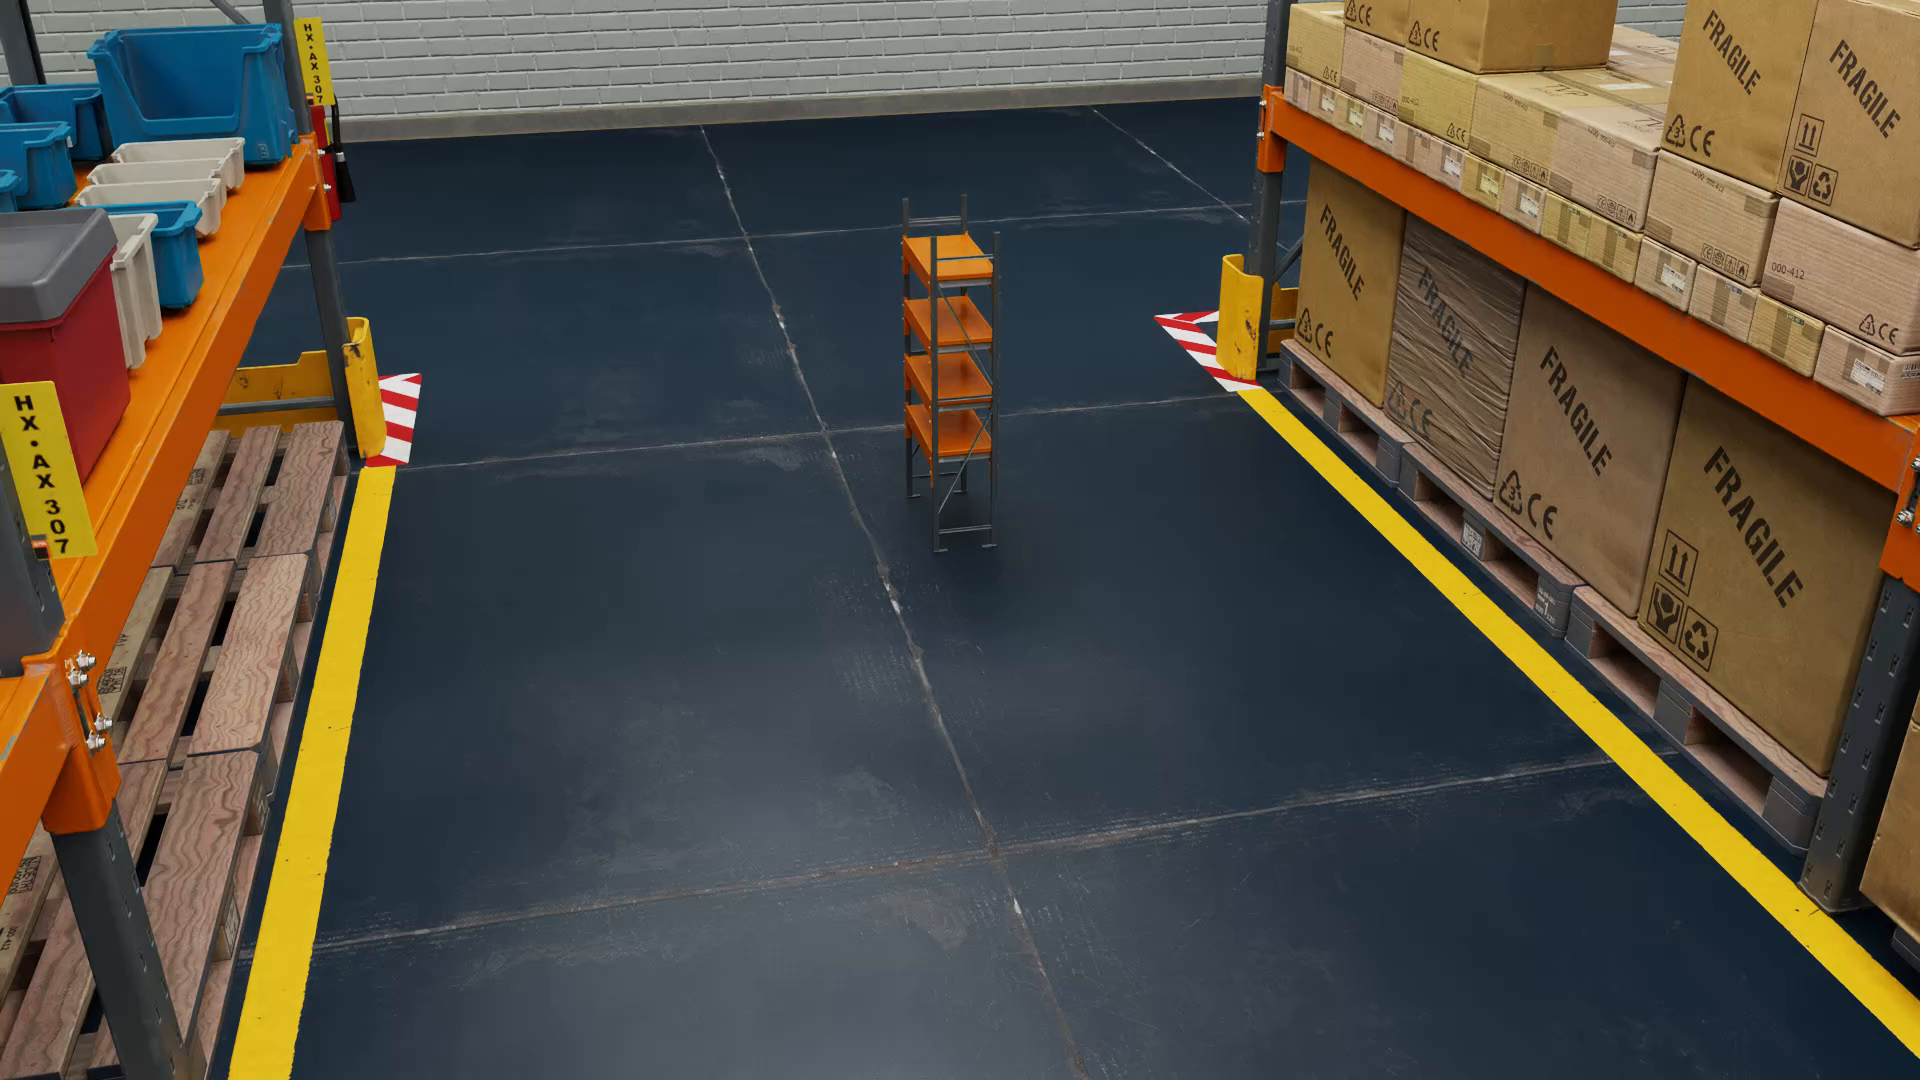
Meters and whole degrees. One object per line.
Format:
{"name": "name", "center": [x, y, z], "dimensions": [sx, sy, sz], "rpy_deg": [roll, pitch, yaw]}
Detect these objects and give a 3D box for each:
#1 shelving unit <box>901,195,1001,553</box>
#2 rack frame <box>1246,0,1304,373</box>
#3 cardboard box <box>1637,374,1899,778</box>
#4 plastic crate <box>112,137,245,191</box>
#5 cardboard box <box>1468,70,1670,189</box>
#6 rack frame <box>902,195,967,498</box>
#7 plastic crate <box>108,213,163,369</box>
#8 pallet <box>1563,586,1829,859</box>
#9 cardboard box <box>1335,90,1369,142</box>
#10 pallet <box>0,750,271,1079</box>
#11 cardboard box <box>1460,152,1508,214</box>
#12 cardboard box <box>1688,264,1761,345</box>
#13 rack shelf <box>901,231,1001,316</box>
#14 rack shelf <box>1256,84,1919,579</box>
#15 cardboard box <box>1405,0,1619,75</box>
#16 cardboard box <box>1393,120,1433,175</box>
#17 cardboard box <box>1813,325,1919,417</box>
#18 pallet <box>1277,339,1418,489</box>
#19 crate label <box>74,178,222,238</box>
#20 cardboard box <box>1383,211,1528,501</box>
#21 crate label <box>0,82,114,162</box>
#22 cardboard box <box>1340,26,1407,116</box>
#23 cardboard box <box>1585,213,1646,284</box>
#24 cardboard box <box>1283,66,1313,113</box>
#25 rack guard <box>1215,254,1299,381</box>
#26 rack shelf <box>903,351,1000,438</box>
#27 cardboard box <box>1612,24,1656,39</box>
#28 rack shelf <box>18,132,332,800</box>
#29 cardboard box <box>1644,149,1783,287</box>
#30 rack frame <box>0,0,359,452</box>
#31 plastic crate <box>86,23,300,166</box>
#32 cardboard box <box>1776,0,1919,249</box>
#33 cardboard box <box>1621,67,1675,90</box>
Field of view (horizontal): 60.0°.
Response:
{"name": "shelving unit", "center": [-0.037, -0.608, 6.124], "dimensions": [0.258, 1.200, 0.503], "rpy_deg": [-6, 27, -12]}
{"name": "rack frame", "center": [1.823, -2.196, 7.271], "dimensions": [1.000, 3.000, 0.127], "rpy_deg": [-6, 27, -12]}
{"name": "cardboard box", "center": [2.654, 0.024, 4.766], "dimensions": [0.875, 0.875, 0.875], "rpy_deg": [-6, 27, -12]}
{"name": "plastic crate", "center": [-2.642, -1.262, 5.648], "dimensions": [0.396, 0.136, 0.243], "rpy_deg": [-6, 27, -12]}
{"name": "cardboard box", "center": [2.024, -1.346, 5.425], "dimensions": [0.500, 0.250, 0.500], "rpy_deg": [-6, 27, -13]}
{"name": "rack frame", "center": [-0.092, -0.715, 6.336], "dimensions": [0.240, 1.200, 0.015], "rpy_deg": [-6, 27, -12]}
{"name": "plastic crate", "center": [-2.265, -0.600, 4.174], "dimensions": [0.437, 0.282, 0.530], "rpy_deg": [-6, 27, -12]}
{"name": "pallet", "center": [2.630, 0.464, 5.097], "dimensions": [1.003, 0.211, 1.213], "rpy_deg": [-6, 27, -12]}
{"name": "cardboard box", "center": [1.699, -1.669, 6.507], "dimensions": [0.380, 0.149, 0.250], "rpy_deg": [-7, 28, -13]}
{"name": "pallet", "center": [-2.304, 0.989, 4.055], "dimensions": [1.003, 0.211, 1.213], "rpy_deg": [-6, 27, -12]}
{"name": "cardboard box", "center": [1.930, -1.219, 5.615], "dimensions": [0.380, 0.149, 0.250], "rpy_deg": [-7, 28, -13]}
{"name": "cardboard box", "center": [2.221, -0.654, 4.495], "dimensions": [0.380, 0.149, 0.250], "rpy_deg": [-6, 27, -12]}
{"name": "rack shelf", "center": [-0.037, -0.959, 5.947], "dimensions": [0.258, 0.148, 0.480], "rpy_deg": [-6, 27, -12]}
{"name": "rack shelf", "center": [2.274, -0.996, 5.694], "dimensions": [1.077, 0.370, 4.000], "rpy_deg": [-6, 27, -12]}
{"name": "cardboard box", "center": [1.904, -1.912, 5.713], "dimensions": [0.500, 0.500, 0.500], "rpy_deg": [-7, 28, -13]}
{"name": "cardboard box", "center": [1.815, -1.443, 6.059], "dimensions": [0.380, 0.149, 0.250], "rpy_deg": [-6, 27, -13]}
{"name": "cardboard box", "center": [2.337, -0.428, 4.048], "dimensions": [0.380, 0.149, 0.250], "rpy_deg": [-6, 27, -11]}
{"name": "pallet", "center": [2.080, -0.608, 7.220], "dimensions": [1.003, 0.211, 1.213], "rpy_deg": [-6, 27, -12]}
{"name": "crate label", "center": [-2.504, -1.014, 5.155], "dimensions": [0.396, 0.136, 0.243], "rpy_deg": [-6, 27, -12]}
{"name": "cardboard box", "center": [2.251, -0.762, 6.323], "dimensions": [0.875, 0.875, 0.875], "rpy_deg": [-6, 27, -12]}
{"name": "crate label", "center": [-3.267, -1.503, 6.018], "dimensions": [0.416, 0.233, 0.303], "rpy_deg": [-6, 27, -12]}
{"name": "cardboard box", "center": [1.792, -1.796, 6.315], "dimensions": [0.500, 0.250, 0.500], "rpy_deg": [-6, 27, -12]}
{"name": "cardboard box", "center": [2.105, -0.880, 4.943], "dimensions": [0.380, 0.149, 0.250], "rpy_deg": [-5, 27, -11]}
{"name": "cardboard box", "center": [1.582, -1.894, 6.952], "dimensions": [0.380, 0.149, 0.250], "rpy_deg": [-6, 27, -11]}
{"name": "rack guard", "center": [1.818, -1.090, 7.855], "dimensions": [1.175, 0.500, 0.348], "rpy_deg": [-6, 27, -12]}
{"name": "rack shelf", "center": [-0.037, -0.548, 6.154], "dimensions": [0.258, 0.148, 0.480], "rpy_deg": [-6, 27, -12]}
{"name": "cardboard box", "center": [2.305, -1.853, 6.428], "dimensions": [0.500, 0.250, 0.500], "rpy_deg": [-6, 27, -12]}
{"name": "rack shelf", "center": [-2.551, -0.493, 4.697], "dimensions": [1.077, 0.370, 4.000], "rpy_deg": [-6, 27, -12]}
{"name": "cardboard box", "center": [2.251, -0.899, 4.539], "dimensions": [0.500, 0.250, 0.500], "rpy_deg": [-5, 27, -10]}
{"name": "rack frame", "center": [-3.002, -1.693, 6.274], "dimensions": [1.000, 3.000, 0.127], "rpy_deg": [-6, 27, -12]}
{"name": "plastic crate", "center": [-2.745, -1.607, 5.999], "dimensions": [0.616, 0.435, 0.499], "rpy_deg": [-6, 27, -12]}
{"name": "cardboard box", "center": [2.361, -1.015, 3.936], "dimensions": [0.500, 0.500, 0.500], "rpy_deg": [-5, 27, -10]}
{"name": "cardboard box", "center": [2.541, -1.401, 5.533], "dimensions": [0.500, 0.250, 0.500], "rpy_deg": [-6, 27, -12]}
